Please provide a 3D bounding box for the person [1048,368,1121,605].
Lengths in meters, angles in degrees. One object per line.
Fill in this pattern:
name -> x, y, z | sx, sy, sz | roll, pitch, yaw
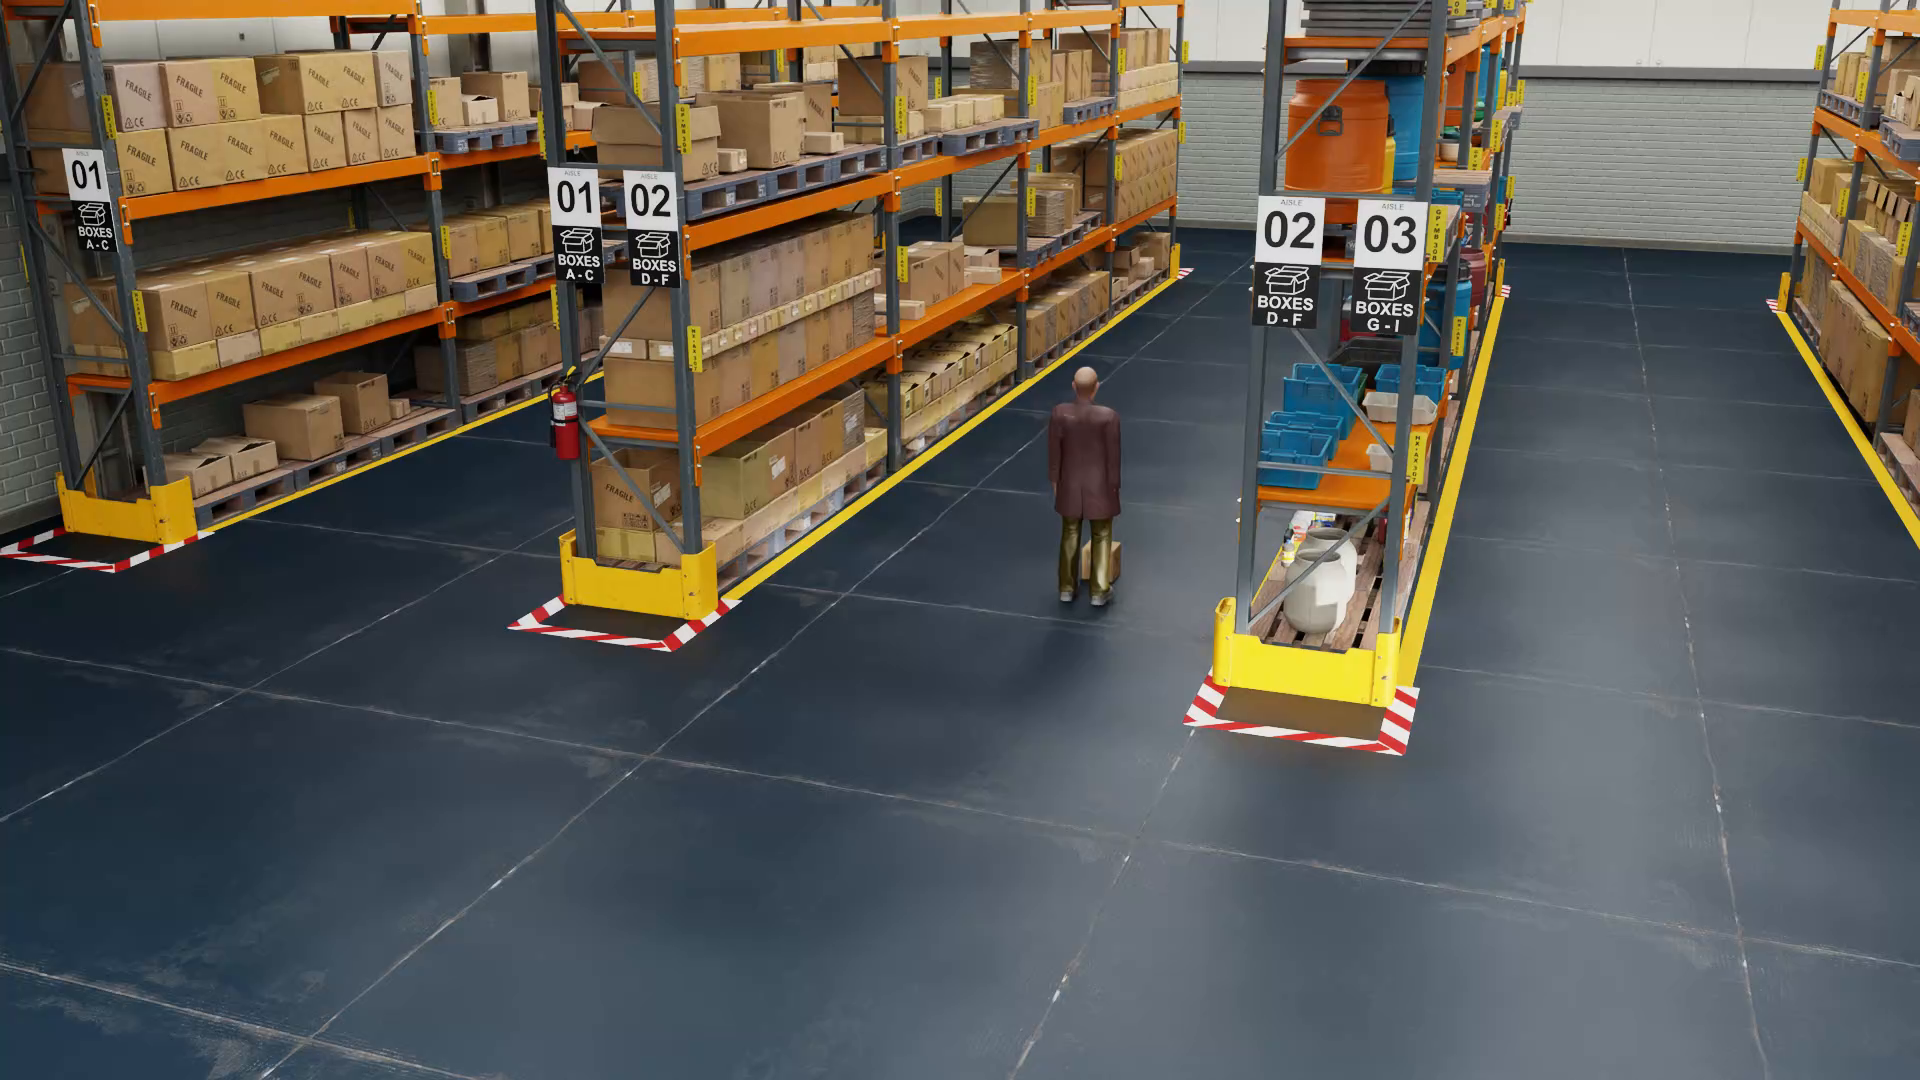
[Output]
person -> 0.925, -0.409, 12.329 | 0.562, 1.778, 0.381 | 7, 20, 19
